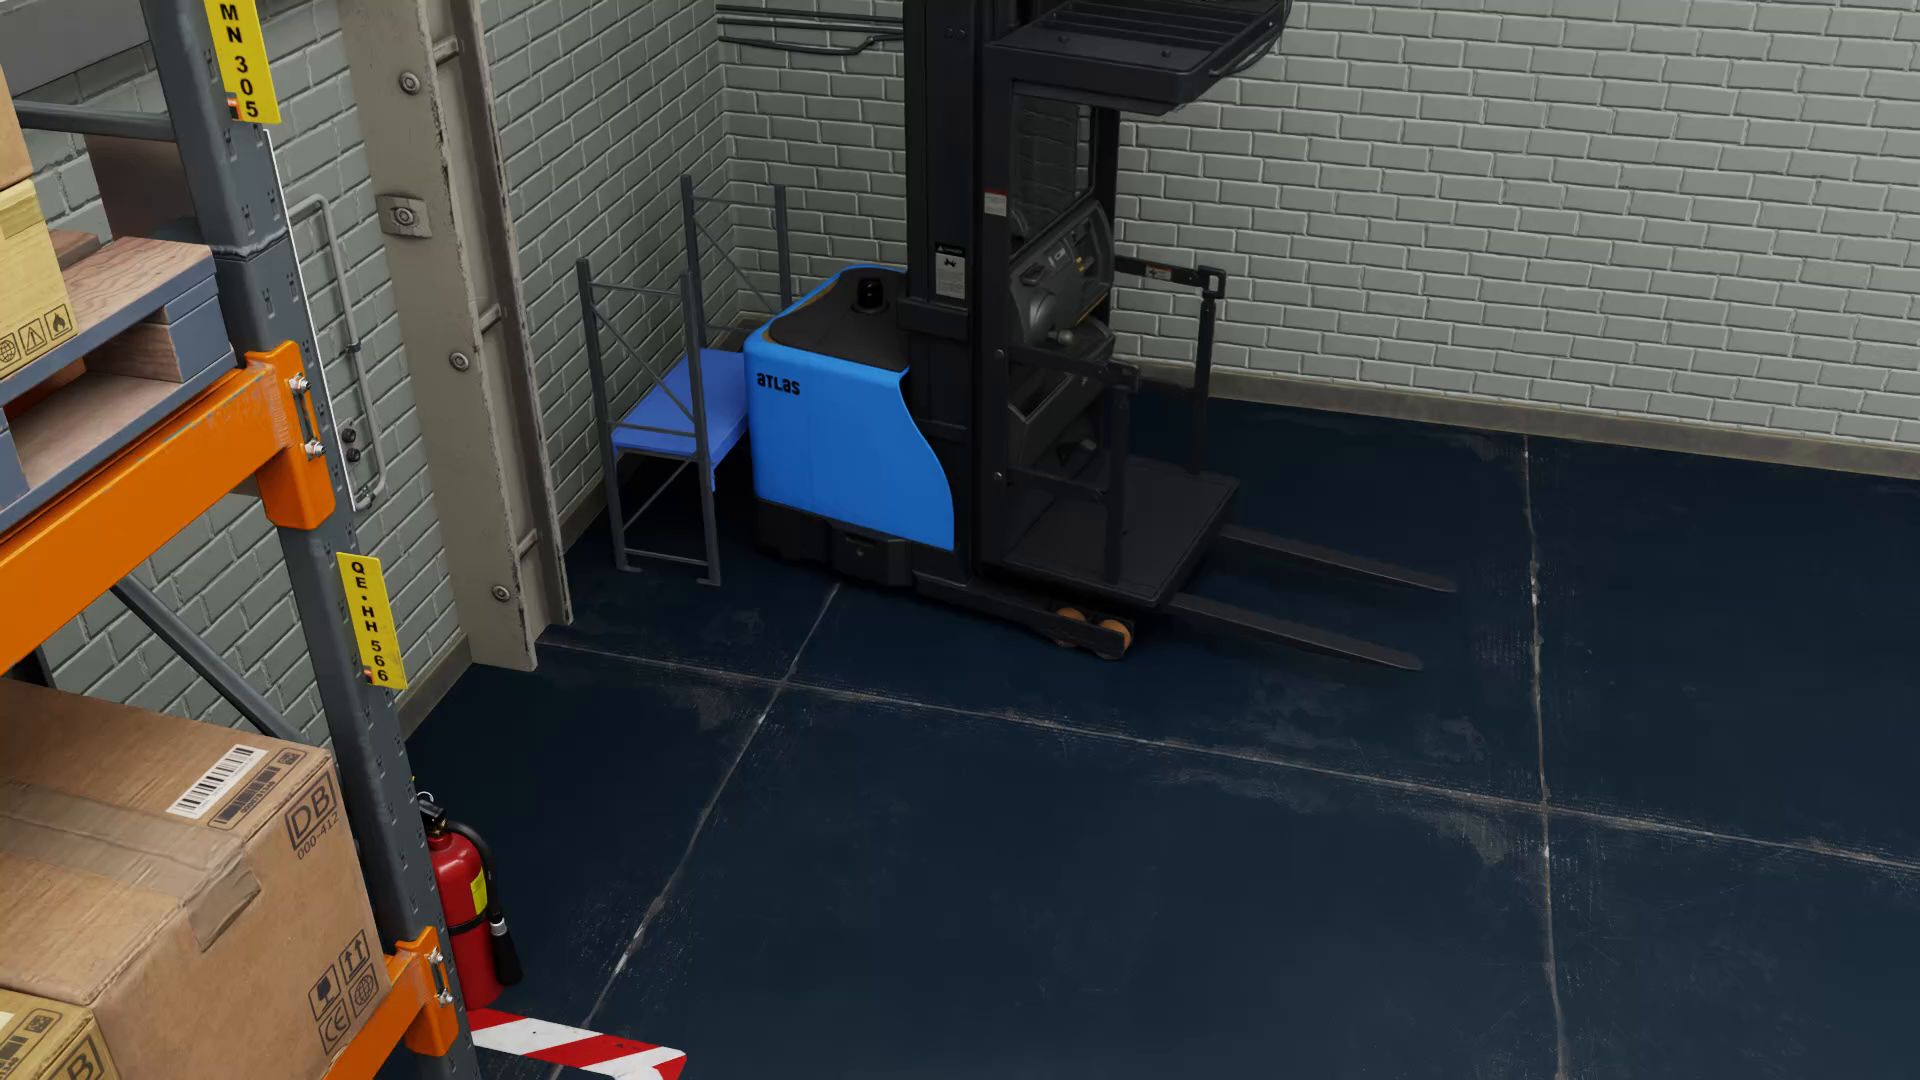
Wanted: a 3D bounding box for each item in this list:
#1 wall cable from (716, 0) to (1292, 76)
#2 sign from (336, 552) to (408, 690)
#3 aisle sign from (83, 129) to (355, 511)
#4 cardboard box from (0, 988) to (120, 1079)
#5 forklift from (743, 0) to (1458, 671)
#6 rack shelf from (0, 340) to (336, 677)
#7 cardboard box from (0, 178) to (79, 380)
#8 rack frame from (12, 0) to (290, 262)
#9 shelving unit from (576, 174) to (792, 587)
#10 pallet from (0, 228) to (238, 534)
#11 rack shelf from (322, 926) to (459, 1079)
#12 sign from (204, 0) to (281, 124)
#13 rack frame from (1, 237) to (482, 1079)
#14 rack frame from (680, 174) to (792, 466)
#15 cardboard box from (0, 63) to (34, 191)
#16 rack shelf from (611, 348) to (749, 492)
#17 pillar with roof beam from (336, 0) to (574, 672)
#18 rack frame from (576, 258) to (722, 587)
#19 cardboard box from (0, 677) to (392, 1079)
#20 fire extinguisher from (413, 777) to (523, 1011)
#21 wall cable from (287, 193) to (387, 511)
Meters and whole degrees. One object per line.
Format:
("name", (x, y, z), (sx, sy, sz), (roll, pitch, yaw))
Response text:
("wall cable", (0.060, -3.432, 7.655), (3.097, 2.526, 0.112), (8, 33, 12))
("sign", (-1.199, 0.168, 3.389), (0.100, 0.325, 0.005), (8, 33, 12))
("aisle sign", (-1.412, -0.418, 3.188), (0.394, 0.787, 0.004), (8, 33, 12))
("cardboard box", (-2.014, 1.194, 2.796), (0.980, 0.700, 0.700), (8, 33, 12))
("forklift", (0.604, -1.062, 6.688), (3.031, 2.935, 1.130), (15, 35, 22))
("rack shelf", (-2.228, 0.752, 1.647), (1.077, 0.370, 4.000), (8, 33, 12))
("cardboard box", (-1.650, -0.330, 2.332), (0.500, 0.250, 0.500), (9, 34, 14))
("rack frame", (-1.721, -1.856, 2.281), (1.000, 3.000, 0.127), (8, 33, 12))
("shelving unit", (-1.170, -0.731, 7.501), (0.538, 1.500, 1.048), (9, 33, 14))
("pallet", (-1.899, -0.166, 2.502), (1.003, 0.211, 1.213), (8, 33, 12))
("rack shelf", (-2.228, 2.017, 2.451), (1.077, 0.370, 4.000), (8, 33, 12))
("sign", (-1.199, -0.849, 2.742), (0.100, 0.325, 0.005), (8, 33, 12))
("rack frame", (-1.721, 0.676, 3.891), (1.000, 3.000, 0.127), (8, 33, 12))
("rack frame", (-1.029, -0.993, 7.913), (0.500, 1.500, 0.032), (9, 33, 14))
("cardboard box", (-1.643, -0.646, 2.130), (0.500, 0.500, 0.500), (8, 33, 12))
("rack shelf", (-1.170, -0.579, 7.598), (0.538, 0.185, 1.000), (9, 33, 14))
("pillar with roof beam", (2.292, -2.789, 3.749), (9.100, 9.000, 0.400), (8, 33, 12))
("rack frame", (-1.312, -0.469, 7.089), (0.500, 1.500, 0.032), (9, 33, 14))
("cardboard box", (-1.841, 0.815, 3.392), (0.980, 0.700, 0.700), (10, 34, 15))
("fire extinguisher", (-1.236, 0.850, 4.036), (0.296, 0.674, 0.183), (8, 33, 12))
("wall cable", (-2.311, -0.546, 4.866), (0.084, 1.984, 1.851), (8, 33, 12))
